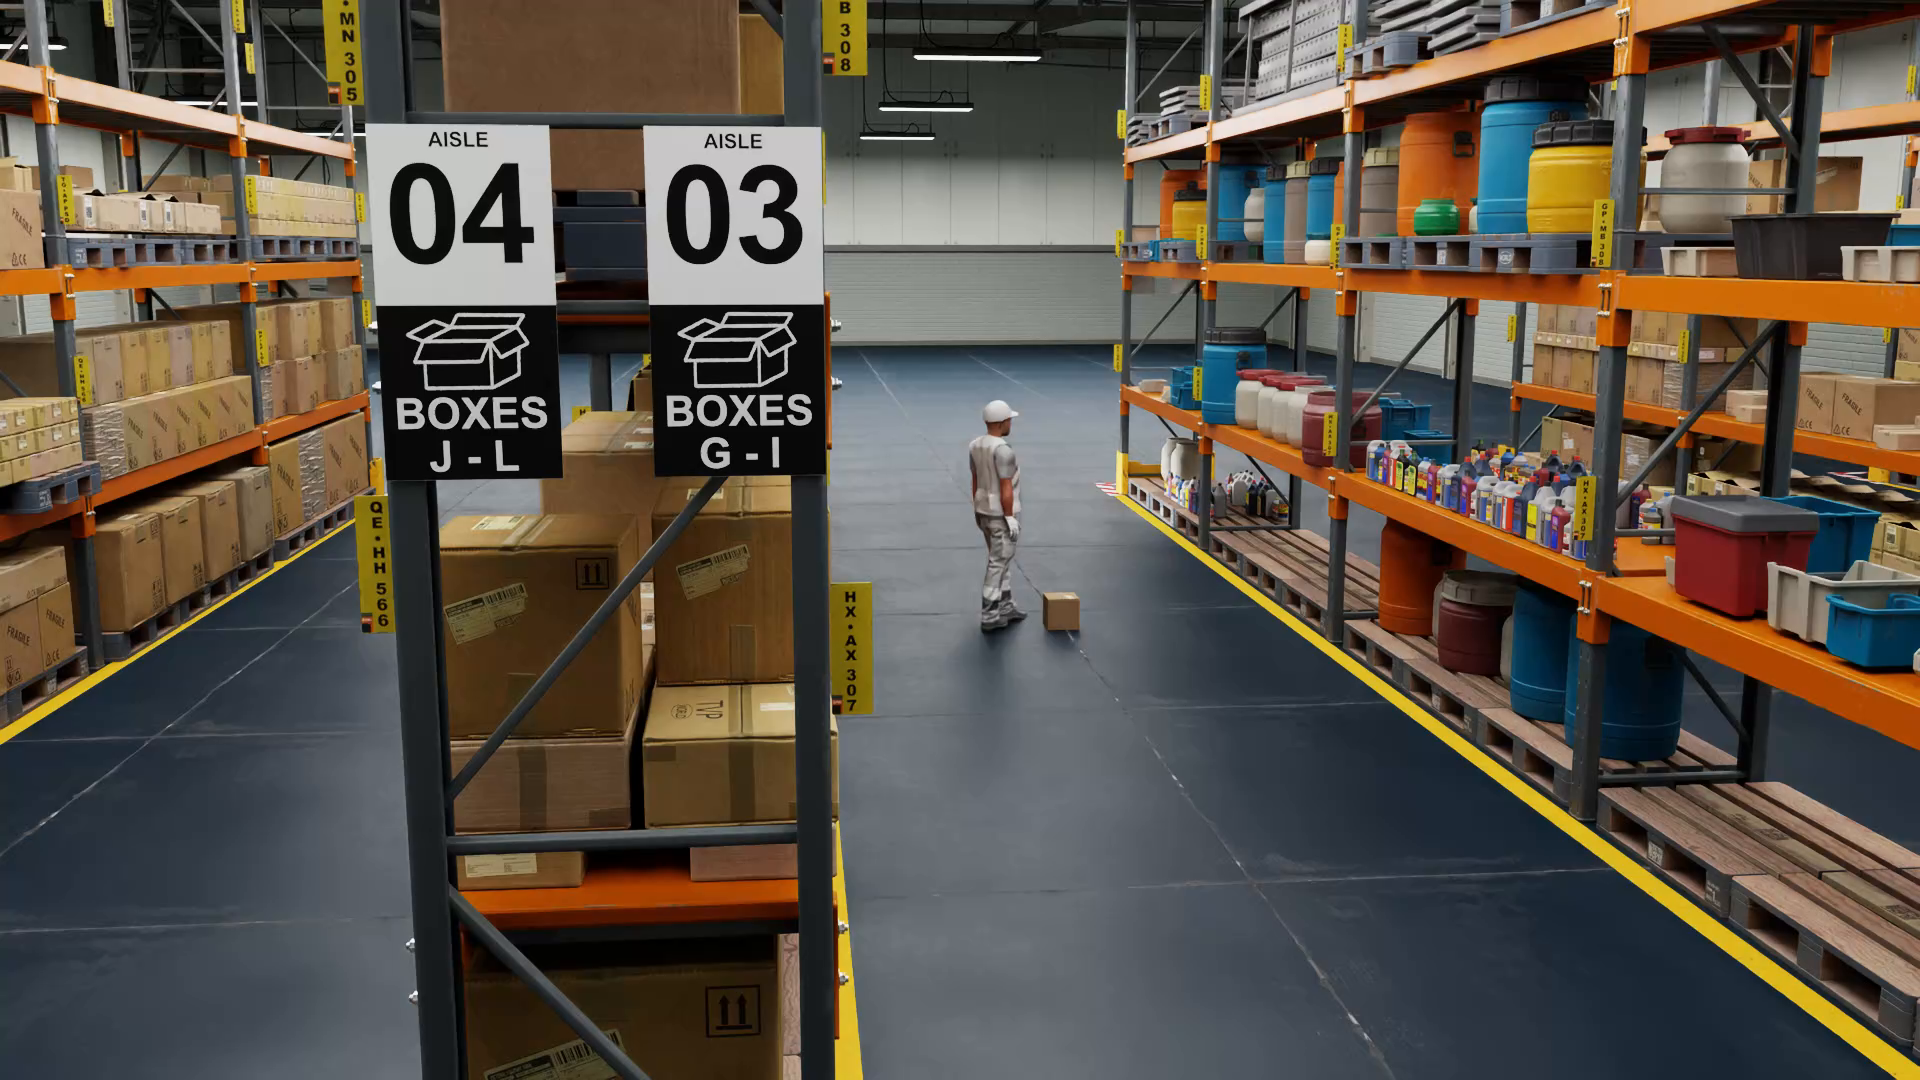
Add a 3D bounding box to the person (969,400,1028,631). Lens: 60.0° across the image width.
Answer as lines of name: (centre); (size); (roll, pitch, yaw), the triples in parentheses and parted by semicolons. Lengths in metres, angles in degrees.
person: (0.398, -0.202, 12.935); (0.587, 1.788, 0.577); (-6, 11, -30)
